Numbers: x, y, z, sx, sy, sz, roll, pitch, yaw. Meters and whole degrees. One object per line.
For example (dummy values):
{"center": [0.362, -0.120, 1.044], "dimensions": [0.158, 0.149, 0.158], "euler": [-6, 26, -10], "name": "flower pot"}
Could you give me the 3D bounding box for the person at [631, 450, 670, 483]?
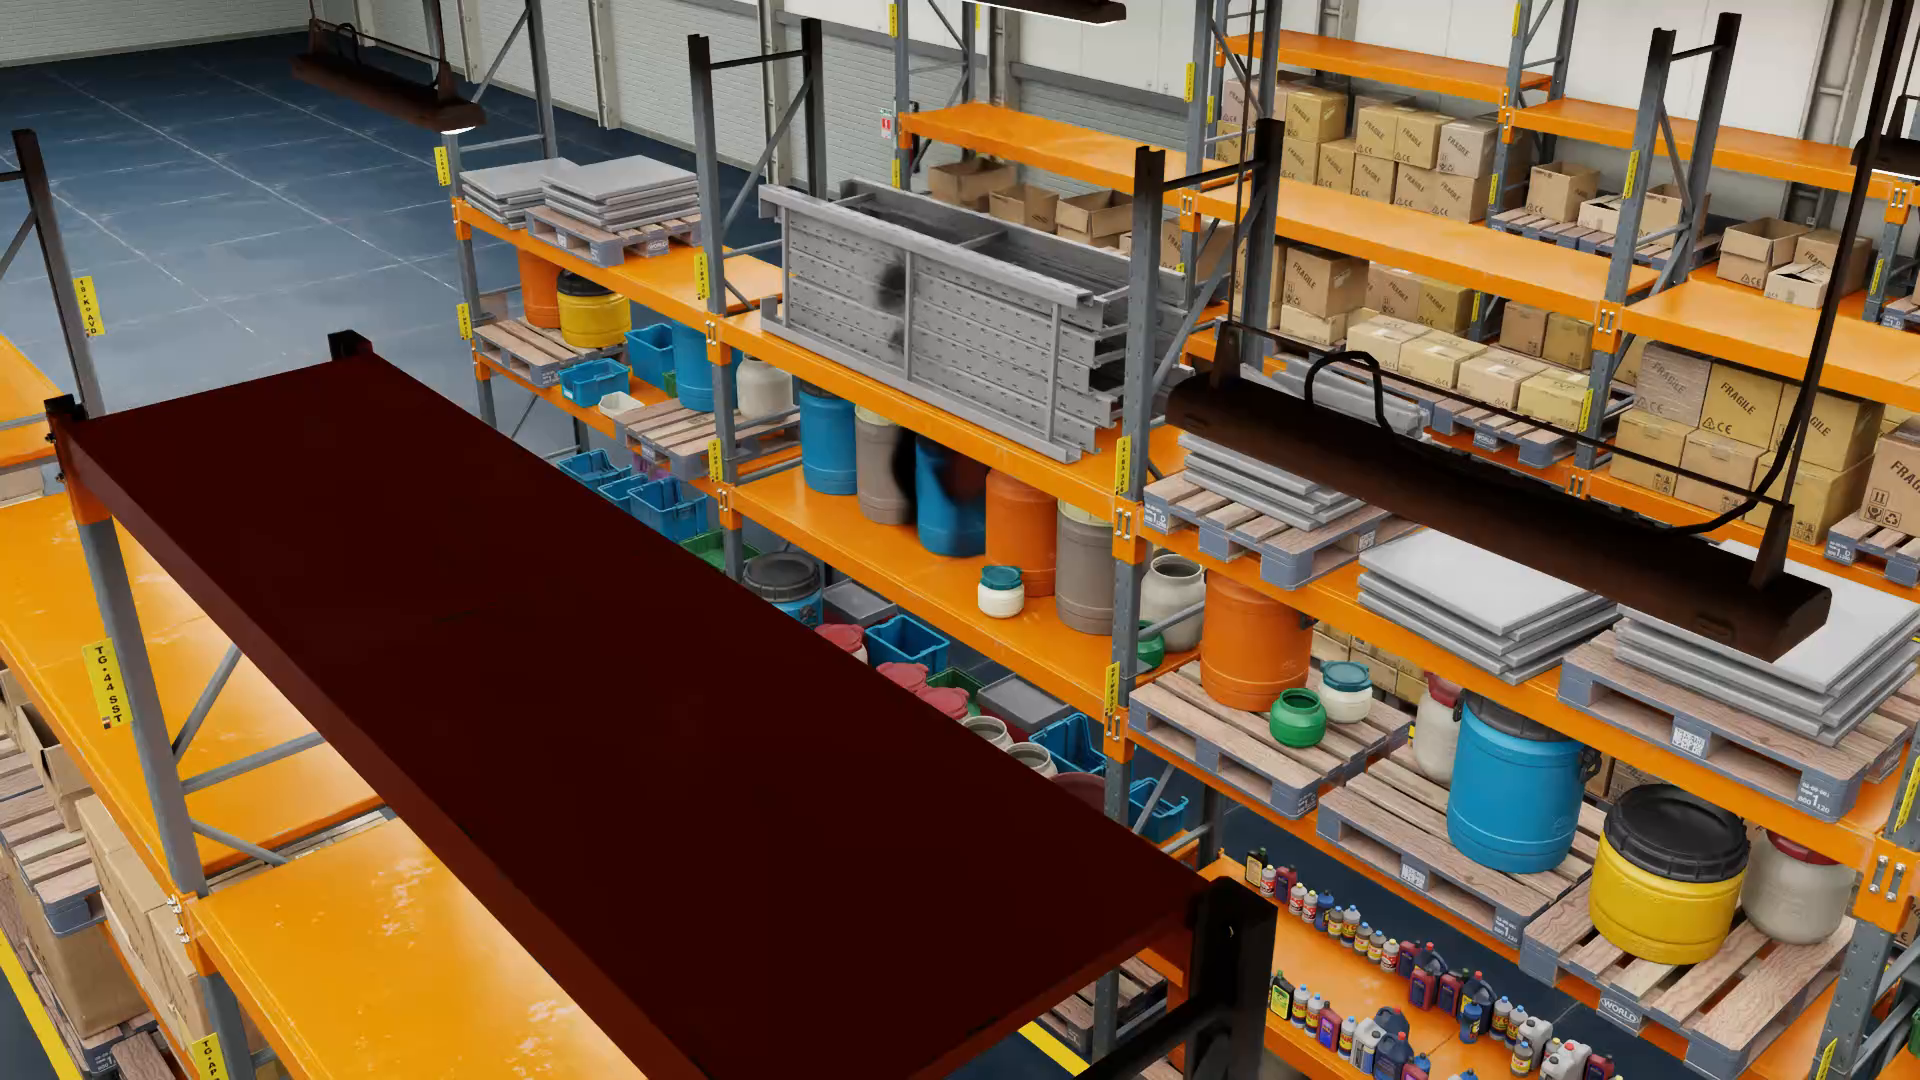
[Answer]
{"center": [-3.148, -0.613, 17.022], "dimensions": [0.876, 1.567, 0.605], "euler": [10, 29, 19], "name": "person"}
